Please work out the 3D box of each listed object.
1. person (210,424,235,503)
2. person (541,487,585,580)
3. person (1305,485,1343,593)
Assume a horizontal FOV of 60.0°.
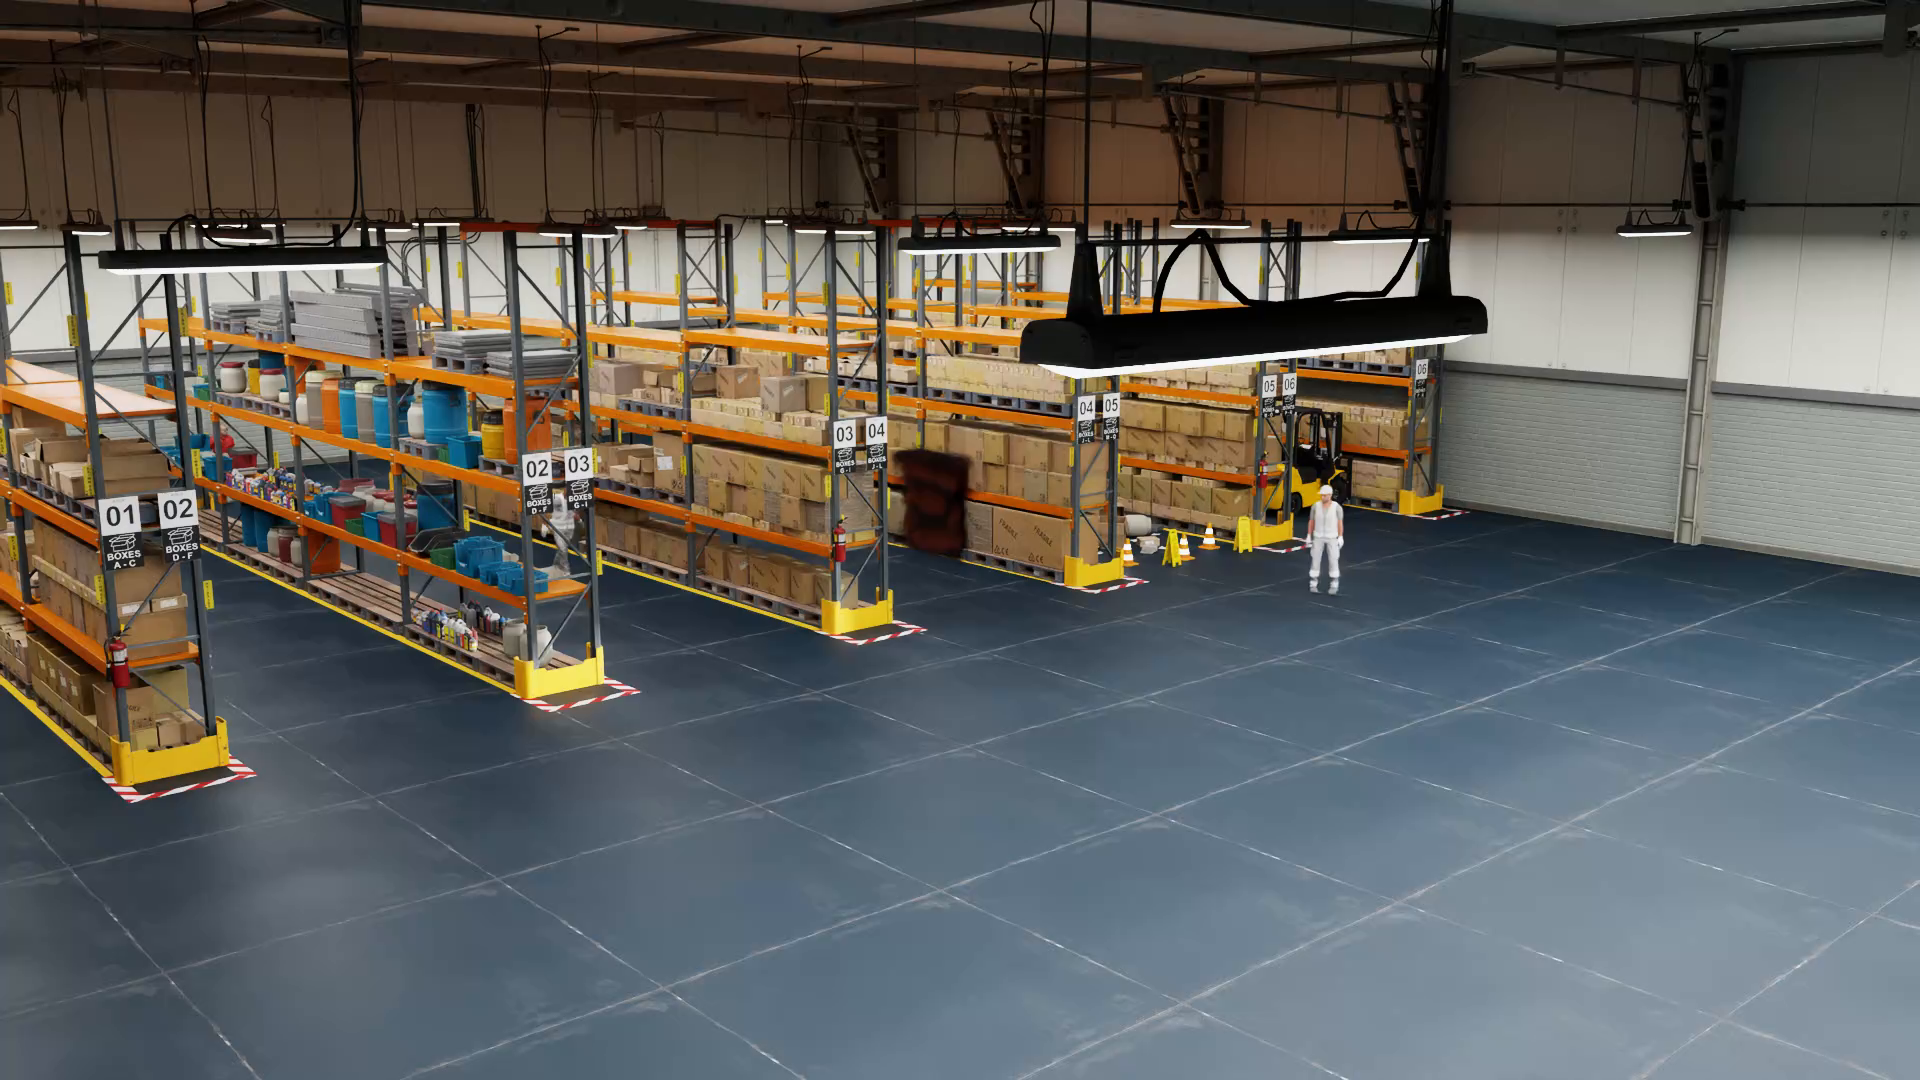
[{"bbox_3d":[-15.862,-1.659,35.822,1.059,1.676,0.664,10,15,41],"label":"person"},{"bbox_3d":[-6.794,-0.159,28.466,0.779,1.793,0.878,-10,15,-40],"label":"person"},{"bbox_3d":[5.998,-0.017,27.388,0.609,1.791,0.424,3,12,17],"label":"person"}]
